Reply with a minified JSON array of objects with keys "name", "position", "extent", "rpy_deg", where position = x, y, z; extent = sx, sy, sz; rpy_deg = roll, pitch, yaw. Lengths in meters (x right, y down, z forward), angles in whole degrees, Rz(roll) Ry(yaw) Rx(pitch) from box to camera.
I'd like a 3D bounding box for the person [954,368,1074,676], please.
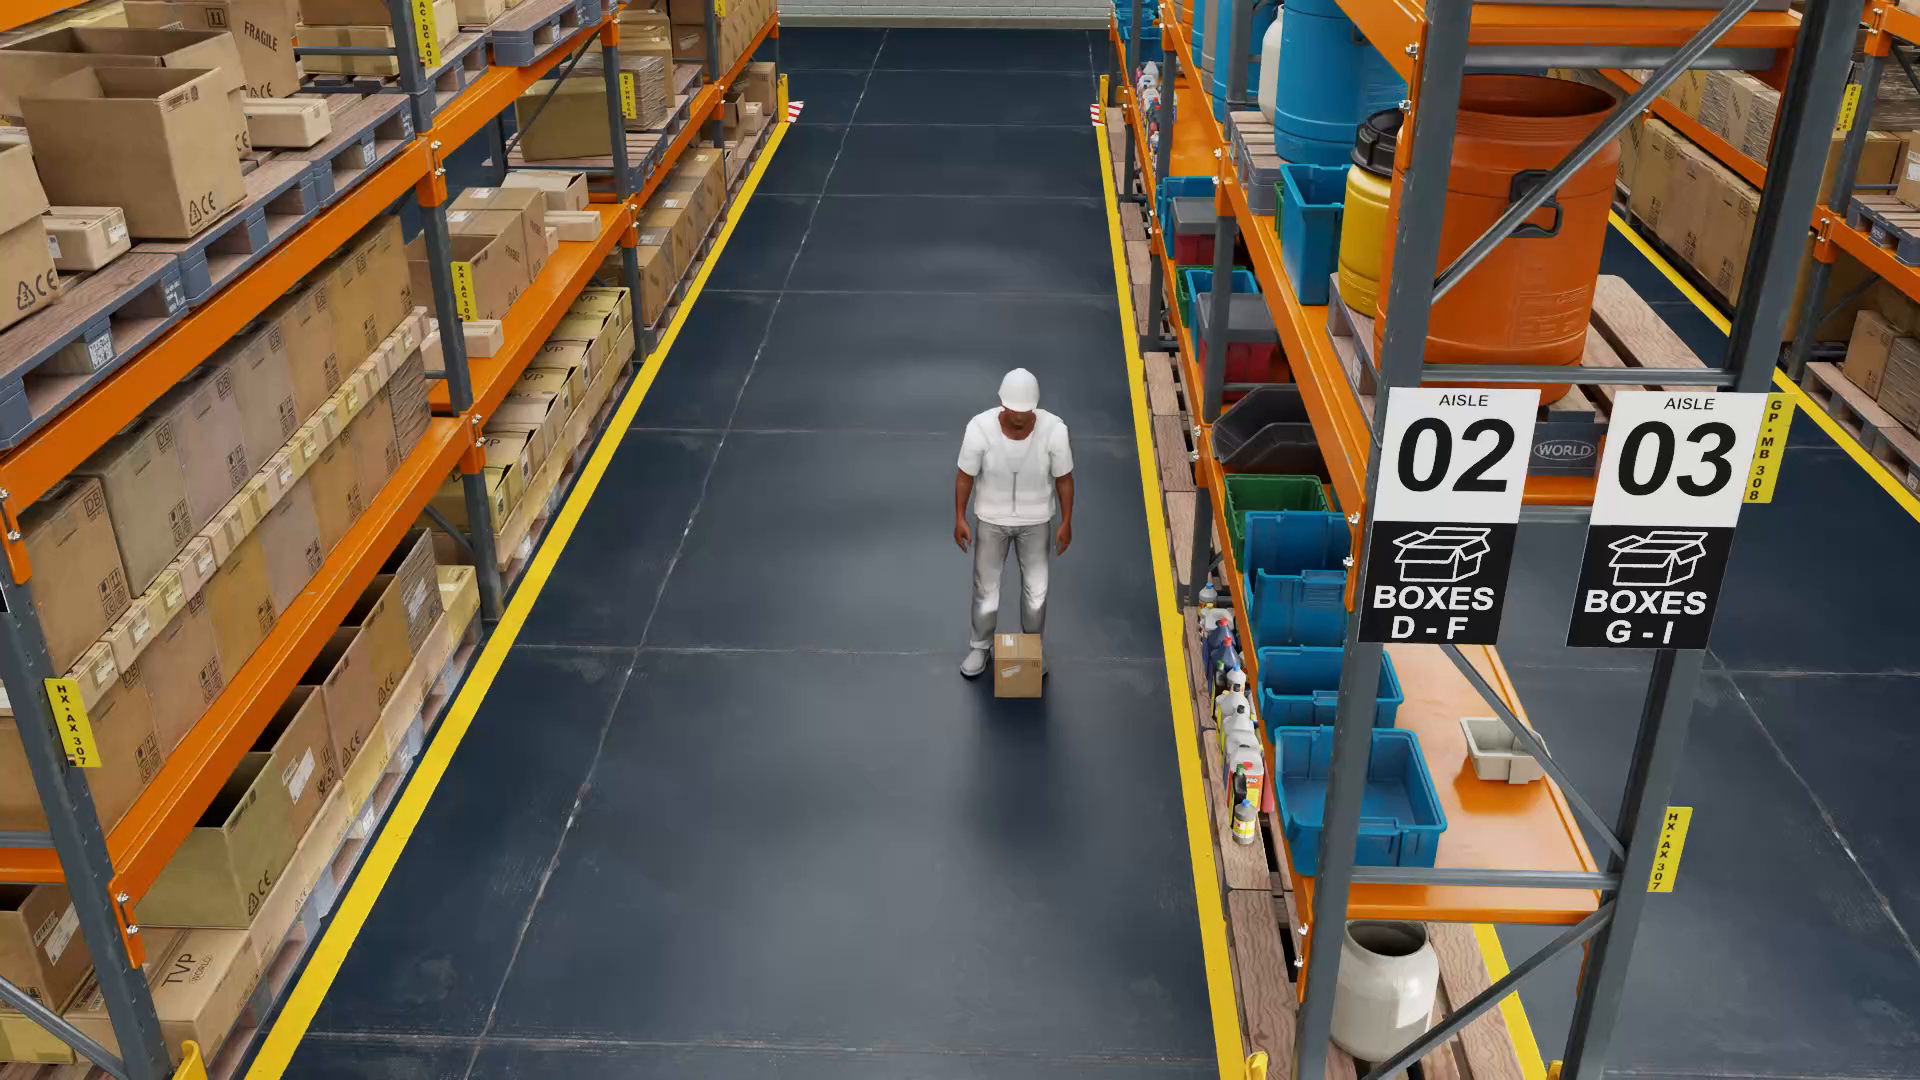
[{"name":"person","position":[0.282,-0.099,8.789],"extent":[0.628,1.761,0.457],"rpy_deg":[1,28,2]}]
